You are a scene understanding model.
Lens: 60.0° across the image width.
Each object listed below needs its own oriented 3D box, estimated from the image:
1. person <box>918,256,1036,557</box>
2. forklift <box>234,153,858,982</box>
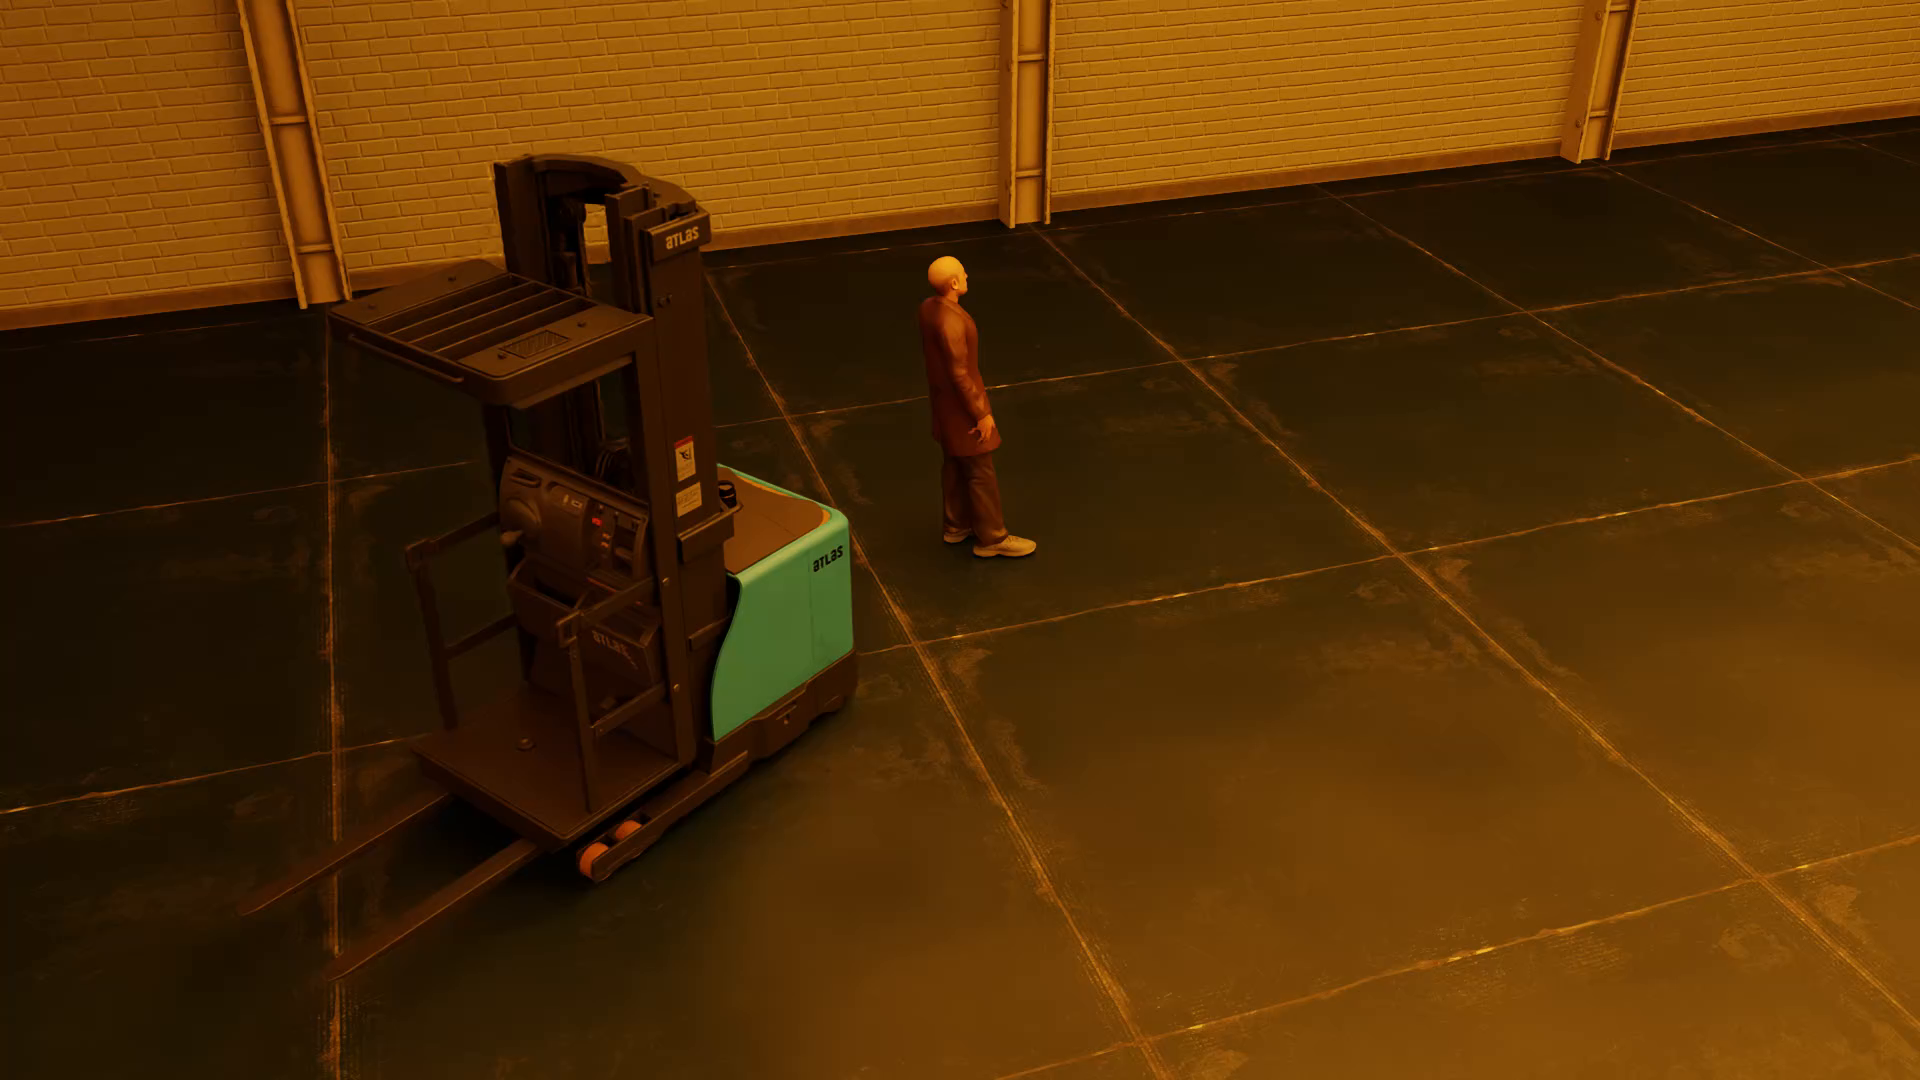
[{"bbox_3d":[0.088,-0.789,9.602,0.579,1.777,0.696,-10,31,-16],"label":"person"},{"bbox_3d":[-1.826,-0.034,7.147,1.130,2.935,3.031,21,36,32],"label":"forklift"}]
